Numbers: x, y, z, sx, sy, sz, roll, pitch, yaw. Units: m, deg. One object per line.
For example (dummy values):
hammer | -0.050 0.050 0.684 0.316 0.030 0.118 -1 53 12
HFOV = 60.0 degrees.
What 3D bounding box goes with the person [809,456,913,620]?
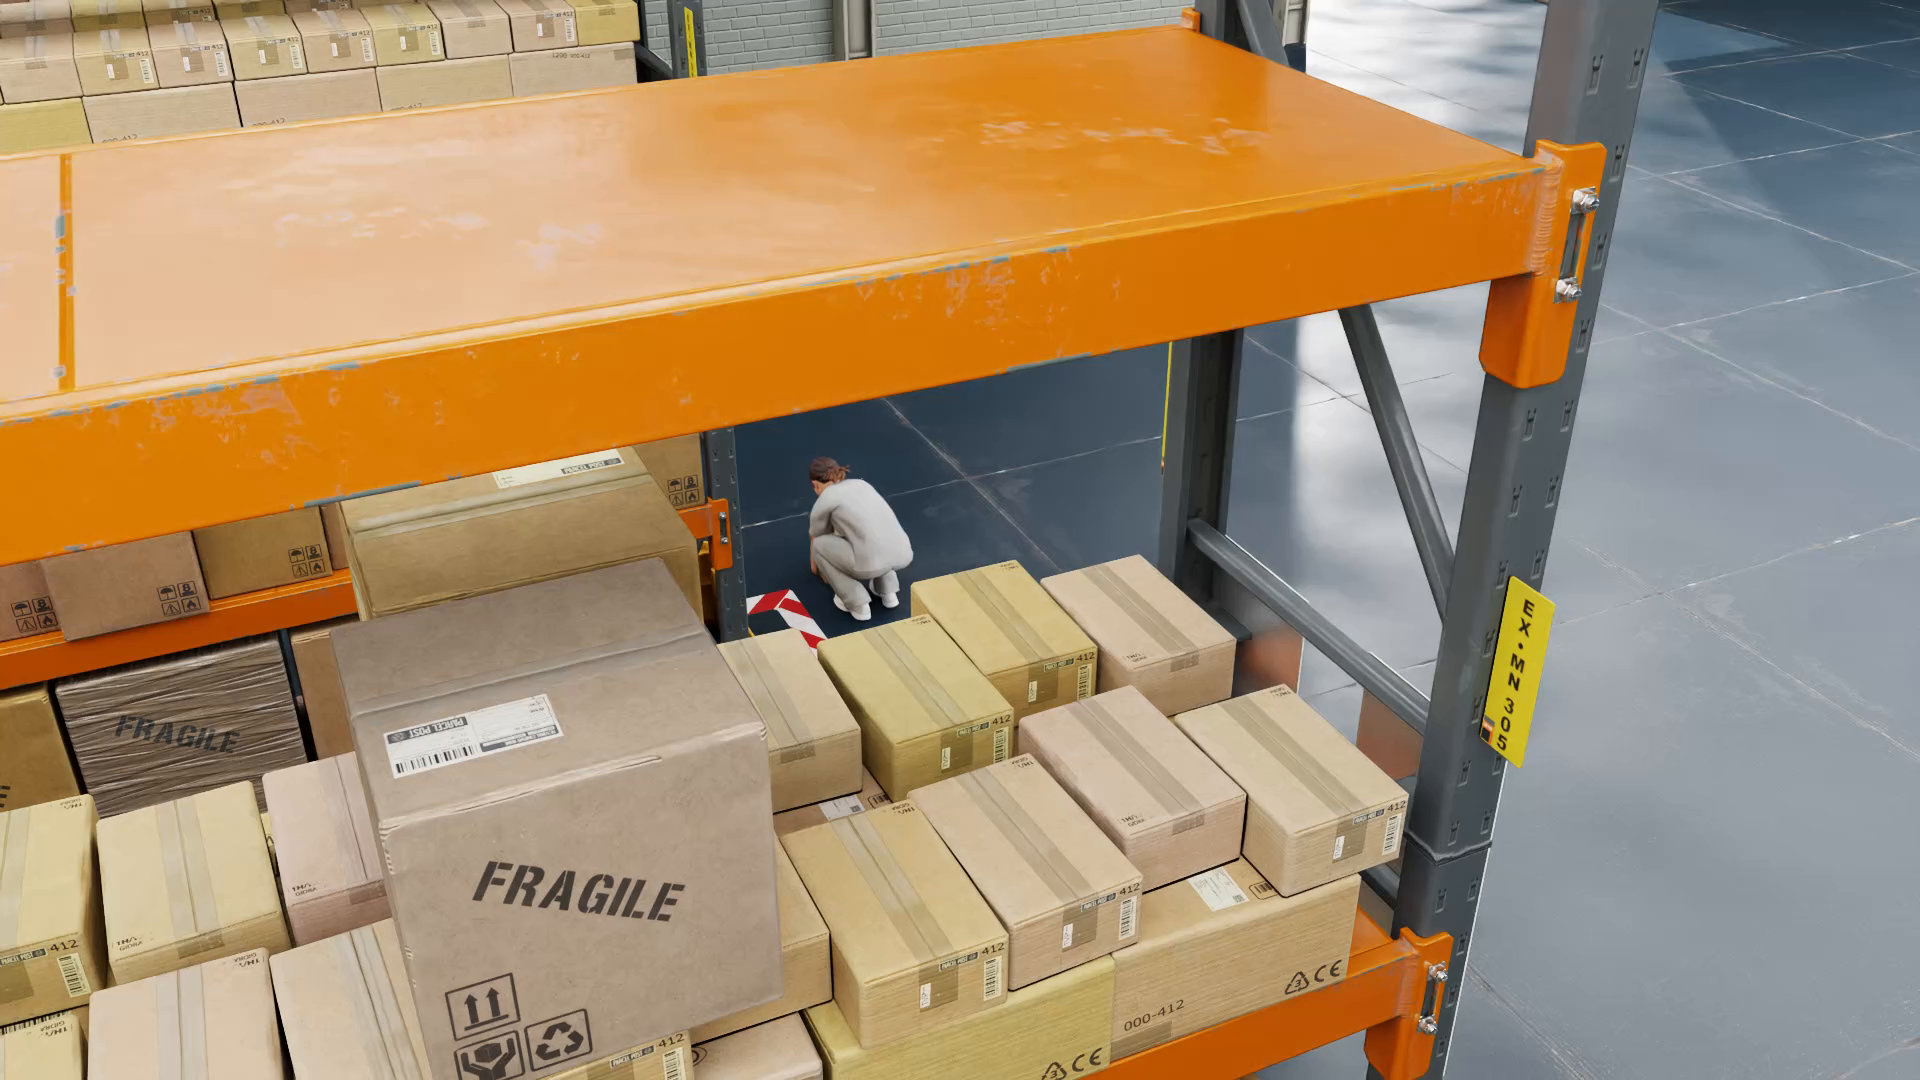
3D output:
person | -0.592 0.004 9.427 0.471 0.803 0.820 -16 33 -26
